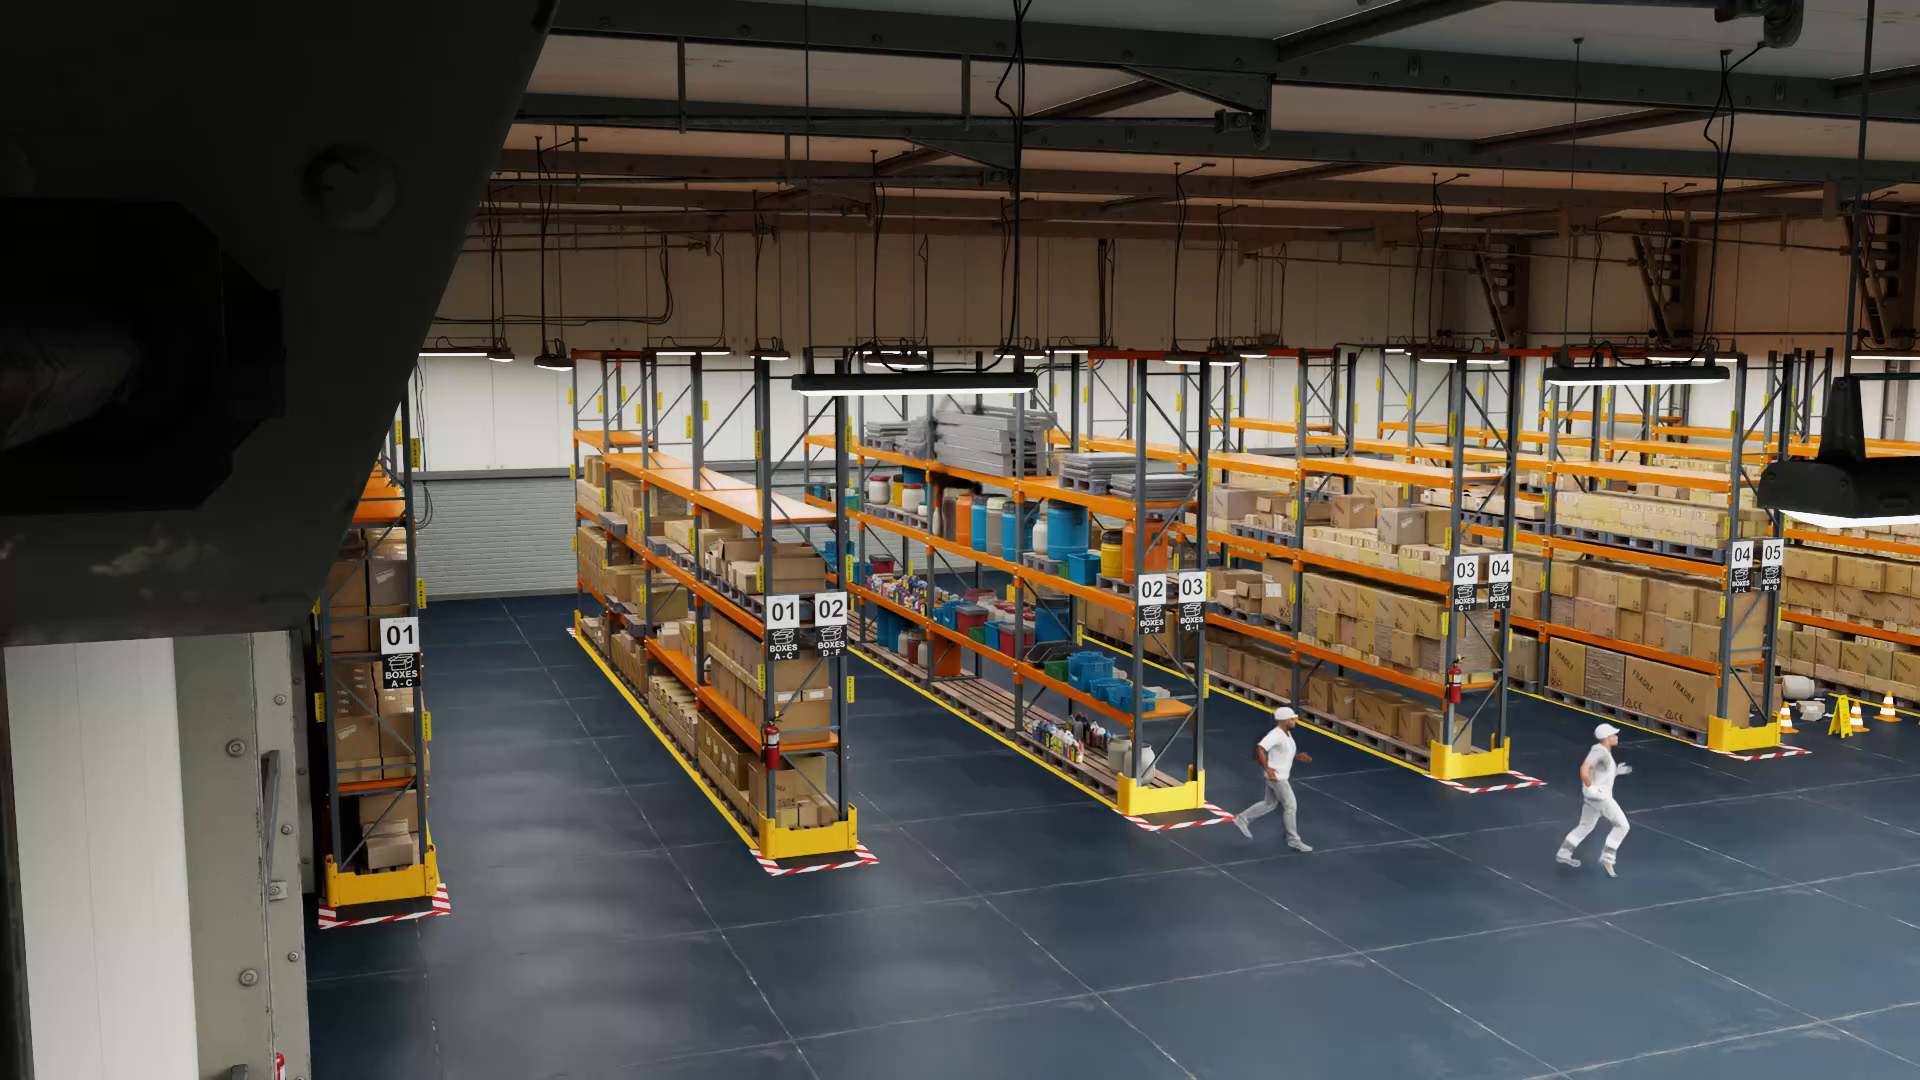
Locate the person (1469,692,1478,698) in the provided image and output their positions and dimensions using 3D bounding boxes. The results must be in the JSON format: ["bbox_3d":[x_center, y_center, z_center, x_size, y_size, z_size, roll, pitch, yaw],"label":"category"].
[{"bbox_3d":[8.778,1.938,29.216,0.658,1.581,0.828,-3,8,-21],"label":"person"}]

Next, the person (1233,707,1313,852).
[{"bbox_3d":[3.870,2.916,20.486,0.987,1.760,0.662,2,7,15],"label":"person"}]

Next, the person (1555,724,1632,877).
[{"bbox_3d":[7.440,3.048,19.498,0.821,1.830,0.634,1,7,10],"label":"person"}]
